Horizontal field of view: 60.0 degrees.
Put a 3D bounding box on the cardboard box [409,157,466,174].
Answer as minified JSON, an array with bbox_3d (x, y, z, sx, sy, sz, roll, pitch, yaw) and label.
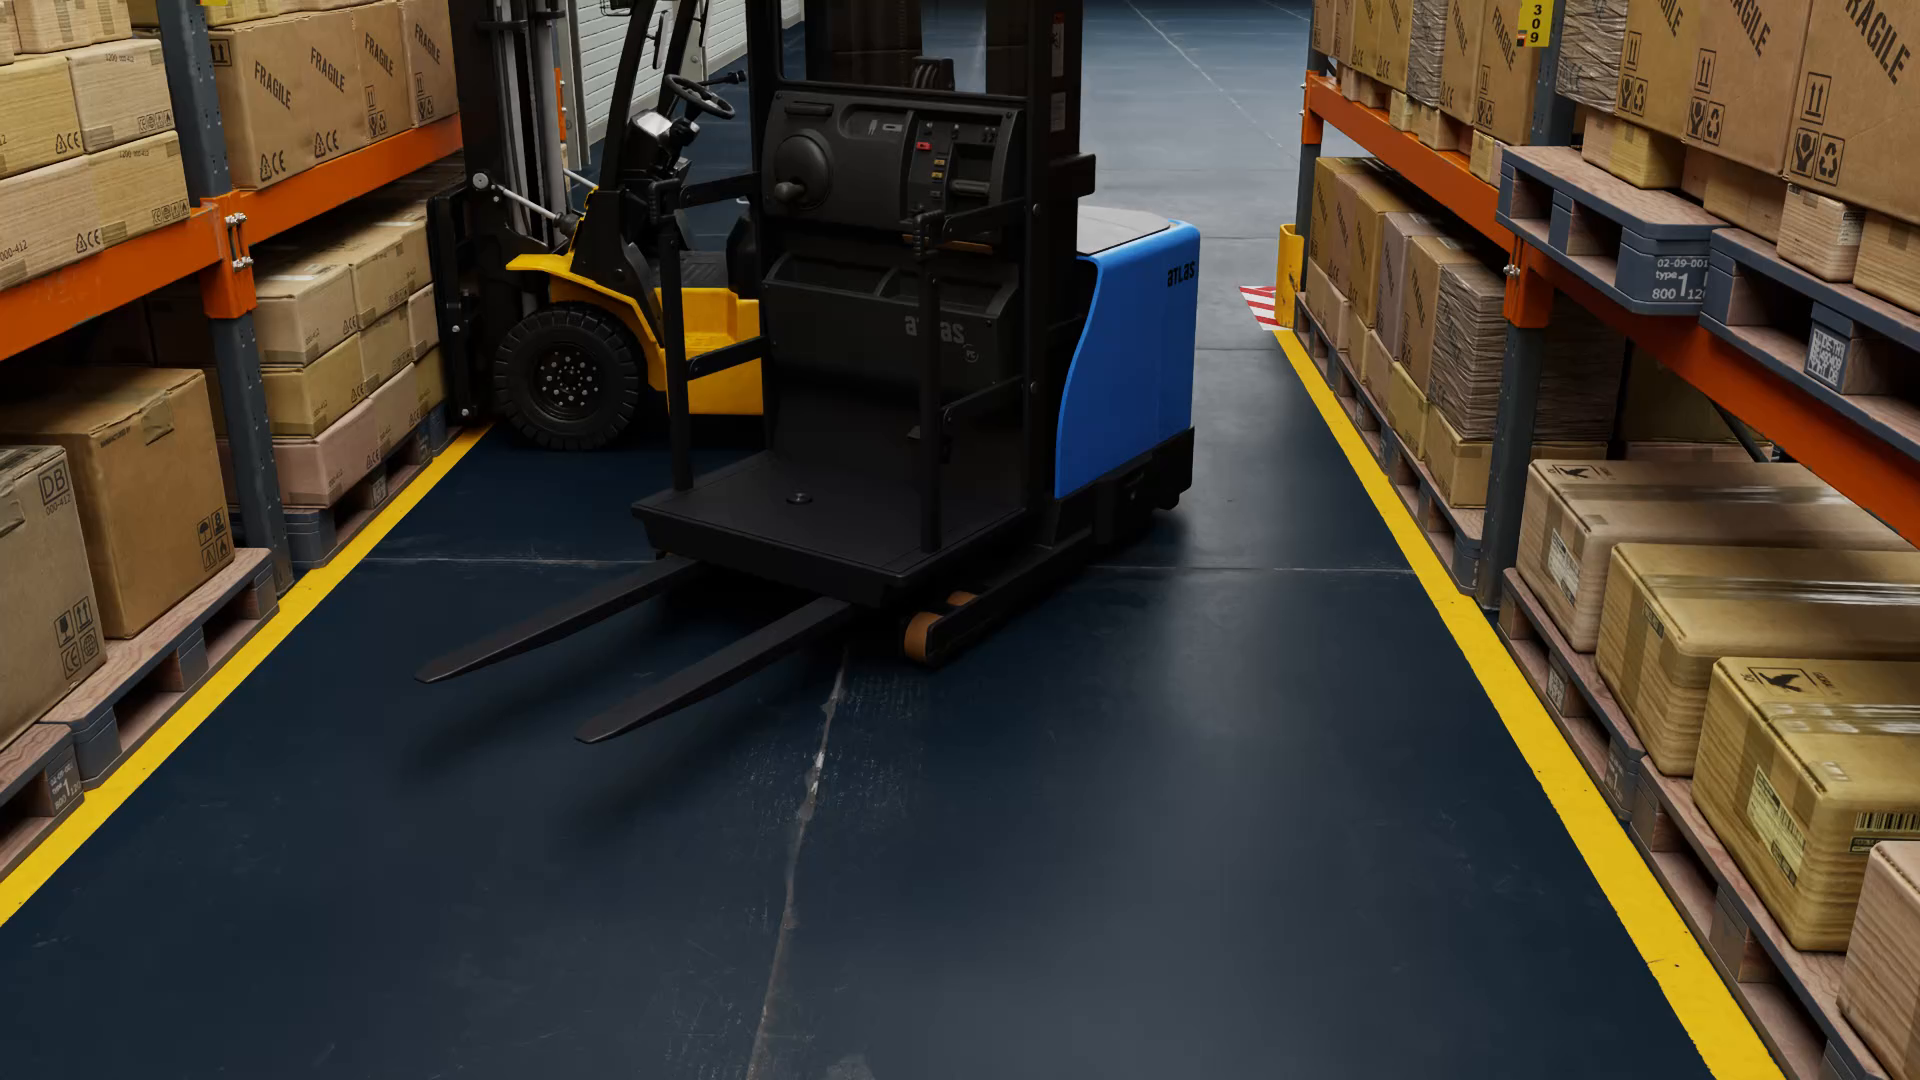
[{"bbox_3d":[-2.346,-1.702,8.107,0.500,0.250,0.500,1,21,3],"label":"cardboard box"}]

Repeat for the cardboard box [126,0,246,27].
[{"bbox_3d":[-2.483,-1.692,5.207,0.380,0.149,0.250,0,21,1],"label":"cardboard box"}]

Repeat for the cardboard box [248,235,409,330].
[{"bbox_3d":[-2.401,-0.967,6.212,0.500,0.250,0.500,1,21,2],"label":"cardboard box"}]

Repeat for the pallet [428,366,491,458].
[{"bbox_3d":[-2.655,-0.660,7.437,1.003,0.211,1.213,1,21,2],"label":"pallet"}]

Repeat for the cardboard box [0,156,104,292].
[{"bbox_3d":[-2.519,-0.793,4.134,0.500,0.250,0.500,1,21,1],"label":"cardboard box"}]

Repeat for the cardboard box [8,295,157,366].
[{"bbox_3d":[-2.934,-0.790,5.758,0.500,0.250,0.500,1,21,3],"label":"cardboard box"}]

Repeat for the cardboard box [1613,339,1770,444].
[{"bbox_3d":[2.494,-0.651,5.744,0.500,0.500,0.500,2,21,4],"label":"cardboard box"}]

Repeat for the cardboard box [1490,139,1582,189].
[{"bbox_3d":[1.911,-1.179,5.269,0.380,0.149,0.250,0,21,1],"label":"cardboard box"}]

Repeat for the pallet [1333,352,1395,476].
[{"bbox_3d":[2.226,-0.562,7.187,1.003,0.211,1.213,1,21,2],"label":"pallet"}]

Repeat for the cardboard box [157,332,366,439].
[{"bbox_3d":[-2.432,-0.549,5.826,0.500,0.250,0.500,1,21,1],"label":"cardboard box"}]

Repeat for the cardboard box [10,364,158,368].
[{"bbox_3d":[-2.945,-0.556,5.843,0.500,0.250,0.500,0,21,0],"label":"cardboard box"}]

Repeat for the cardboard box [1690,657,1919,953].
[{"bbox_3d":[2.155,0.553,3.508,0.950,0.372,0.625,1,21,3],"label":"cardboard box"}]

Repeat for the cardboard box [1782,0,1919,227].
[{"bbox_3d":[1.857,-0.846,2.933,0.500,0.500,0.500,0,21,-1],"label":"cardboard box"}]

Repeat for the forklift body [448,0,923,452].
[{"bbox_3d":[-0.868,-1.575,7.115,2.313,2.155,1.214,1,21,2],"label":"forklift body"}]

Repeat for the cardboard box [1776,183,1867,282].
[{"bbox_3d":[1.806,-0.588,3.165,0.380,0.149,0.250,1,21,4],"label":"cardboard box"}]

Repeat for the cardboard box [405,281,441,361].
[{"bbox_3d":[-2.392,-0.912,6.763,0.500,0.250,0.500,0,21,1],"label":"cardboard box"}]

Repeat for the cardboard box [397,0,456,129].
[{"bbox_3d":[-2.431,-1.988,6.867,0.500,0.500,0.500,1,21,2],"label":"cardboard box"}]

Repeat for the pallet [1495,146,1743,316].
[{"bbox_3d":[2.038,-0.813,4.242,1.003,0.211,1.213,1,21,2],"label":"pallet"}]

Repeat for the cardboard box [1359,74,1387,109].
[{"bbox_3d":[2.000,-2.014,7.420,0.380,0.149,0.250,1,21,3],"label":"cardboard box"}]

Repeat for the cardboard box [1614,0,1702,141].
[{"bbox_3d":[1.891,-1.211,3.872,0.500,0.500,0.500,1,21,2],"label":"cardboard box"}]

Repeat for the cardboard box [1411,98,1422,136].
[{"bbox_3d":[1.977,-1.639,6.454,0.380,0.149,0.250,0,21,1],"label":"cardboard box"}]

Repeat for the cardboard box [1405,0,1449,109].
[{"bbox_3d":[1.991,-1.900,6.228,0.500,0.500,0.500,1,21,3],"label":"cardboard box"}]

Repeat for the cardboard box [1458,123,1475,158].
[{"bbox_3d":[2.019,-1.453,5.974,0.380,0.149,0.250,0,21,1],"label":"cardboard box"}]

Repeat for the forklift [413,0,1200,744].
[{"bbox_3d":[-0.350,-1.178,5.013,1.130,2.935,3.031,14,25,31],"label":"forklift"}]

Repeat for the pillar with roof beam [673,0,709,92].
[{"bbox_3d":[1.112,-9.523,18.132,9.100,9.000,0.400,1,21,2],"label":"pillar with roof beam"}]

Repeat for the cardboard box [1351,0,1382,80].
[{"bbox_3d":[2.009,-2.269,7.180,0.500,0.500,0.500,0,21,1],"label":"cardboard box"}]

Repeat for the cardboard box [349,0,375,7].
[{"bbox_3d":[-2.405,-2.063,6.164,0.380,0.149,0.250,0,21,1],"label":"cardboard box"}]

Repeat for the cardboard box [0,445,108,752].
[{"bbox_3d":[-2.791,0.150,4.197,0.875,0.625,0.625,0,21,1],"label":"cardboard box"}]

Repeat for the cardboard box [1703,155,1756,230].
[{"bbox_3d":[1.875,-0.773,3.642,0.380,0.149,0.250,1,21,2],"label":"cardboard box"}]

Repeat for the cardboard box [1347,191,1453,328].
[{"bbox_3d":[1.992,-1.219,7.208,0.500,0.500,0.500,1,21,3],"label":"cardboard box"}]

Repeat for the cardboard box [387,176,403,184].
[{"bbox_3d":[-2.875,-1.523,7.647,0.500,0.250,0.500,0,21,1],"label":"cardboard box"}]

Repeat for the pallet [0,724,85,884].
[{"bbox_3d":[-2.773,0.779,3.730,1.003,0.211,1.213,1,21,2],"label":"pallet"}]

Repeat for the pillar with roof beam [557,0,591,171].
[{"bbox_3d":[0.930,-7.354,12.541,9.100,9.000,0.400,1,21,2],"label":"pillar with roof beam"}]

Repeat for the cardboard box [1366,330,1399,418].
[{"bbox_3d":[1.982,-0.684,6.866,0.500,0.250,0.500,1,21,2],"label":"cardboard box"}]

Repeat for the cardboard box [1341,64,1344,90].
[{"bbox_3d":[2.028,-2.199,7.897,0.380,0.149,0.250,0,21,0],"label":"cardboard box"}]

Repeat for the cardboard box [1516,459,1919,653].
[{"bbox_3d":[2.193,0.042,4.826,0.950,0.372,0.625,1,21,2],"label":"cardboard box"}]

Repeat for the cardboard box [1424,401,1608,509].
[{"bbox_3d":[1.955,-0.308,5.896,0.500,0.250,0.500,2,21,4],"label":"cardboard box"}]

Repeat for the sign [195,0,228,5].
[{"bbox_3d":[-2.213,-1.731,4.852,0.100,0.325,0.005,1,21,2],"label":"sign"}]

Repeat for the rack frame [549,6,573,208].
[{"bbox_3d":[-2.634,-2.677,8.780,1.000,3.000,0.127,1,21,2],"label":"rack frame"}]

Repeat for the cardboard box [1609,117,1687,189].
[{"bbox_3d":[1.857,-0.969,4.147,0.380,0.149,0.250,1,21,3],"label":"cardboard box"}]

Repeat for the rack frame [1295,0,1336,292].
[{"bbox_3d":[2.328,-2.623,8.643,1.000,3.000,0.127,1,21,2],"label":"rack frame"}]

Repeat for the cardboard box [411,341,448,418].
[{"bbox_3d":[-2.410,-0.685,6.869,0.500,0.250,0.500,1,21,3],"label":"cardboard box"}]

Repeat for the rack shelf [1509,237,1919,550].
[{"bbox_3d":[2.145,-0.118,3.182,1.077,0.370,4.000,1,21,2],"label":"rack shelf"}]

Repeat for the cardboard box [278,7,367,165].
[{"bbox_3d":[-2.482,-1.623,5.927,0.500,0.500,0.500,1,21,3],"label":"cardboard box"}]

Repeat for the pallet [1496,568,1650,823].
[{"bbox_3d":[2.184,0.405,4.695,1.003,0.211,1.213,1,21,2],"label":"pallet"}]

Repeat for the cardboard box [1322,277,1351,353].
[{"bbox_3d":[2.004,-1.064,7.845,0.500,0.250,0.500,1,21,4],"label":"cardboard box"}]

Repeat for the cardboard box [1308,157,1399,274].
[{"bbox_3d":[2.027,-1.590,8.163,0.500,0.500,0.500,0,21,0],"label":"cardboard box"}]

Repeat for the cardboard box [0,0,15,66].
[{"bbox_3d":[-2.469,-1.175,3.877,0.380,0.149,0.250,0,21,0],"label":"cardboard box"}]

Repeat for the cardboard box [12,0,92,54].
[{"bbox_3d":[-2.534,-1.360,4.352,0.380,0.149,0.250,0,21,1],"label":"cardboard box"}]

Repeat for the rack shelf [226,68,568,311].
[{"bbox_3d":[-2.695,-1.618,7.047,1.077,0.370,4.000,1,21,2],"label":"rack shelf"}]

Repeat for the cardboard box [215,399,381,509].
[{"bbox_3d":[-2.410,-0.315,5.916,0.500,0.250,0.500,1,21,2],"label":"cardboard box"}]

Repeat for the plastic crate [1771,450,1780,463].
[{"bbox_3d":[3.074,-0.375,6.884,0.402,0.080,0.583,-7,22,-17],"label":"plastic crate"}]

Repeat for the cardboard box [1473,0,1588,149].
[{"bbox_3d":[1.971,-1.526,5.265,0.500,0.500,0.500,0,21,0],"label":"cardboard box"}]

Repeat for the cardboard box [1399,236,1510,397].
[{"bbox_3d":[1.970,-0.841,6.234,0.500,0.500,0.500,1,21,3],"label":"cardboard box"}]

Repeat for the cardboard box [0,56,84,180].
[{"bbox_3d":[-2.523,-1.027,4.045,0.500,0.250,0.500,0,21,0],"label":"cardboard box"}]

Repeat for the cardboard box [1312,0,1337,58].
[{"bbox_3d":[2.036,-2.640,8.138,0.500,0.500,0.500,0,21,1],"label":"cardboard box"}]

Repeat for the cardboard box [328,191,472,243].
[{"bbox_3d":[-2.374,-1.336,7.165,0.500,0.250,0.500,0,21,1],"label":"cardboard box"}]

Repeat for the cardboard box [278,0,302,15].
[{"bbox_3d":[-2.496,-1.880,5.692,0.380,0.149,0.250,1,21,2],"label":"cardboard box"}]
